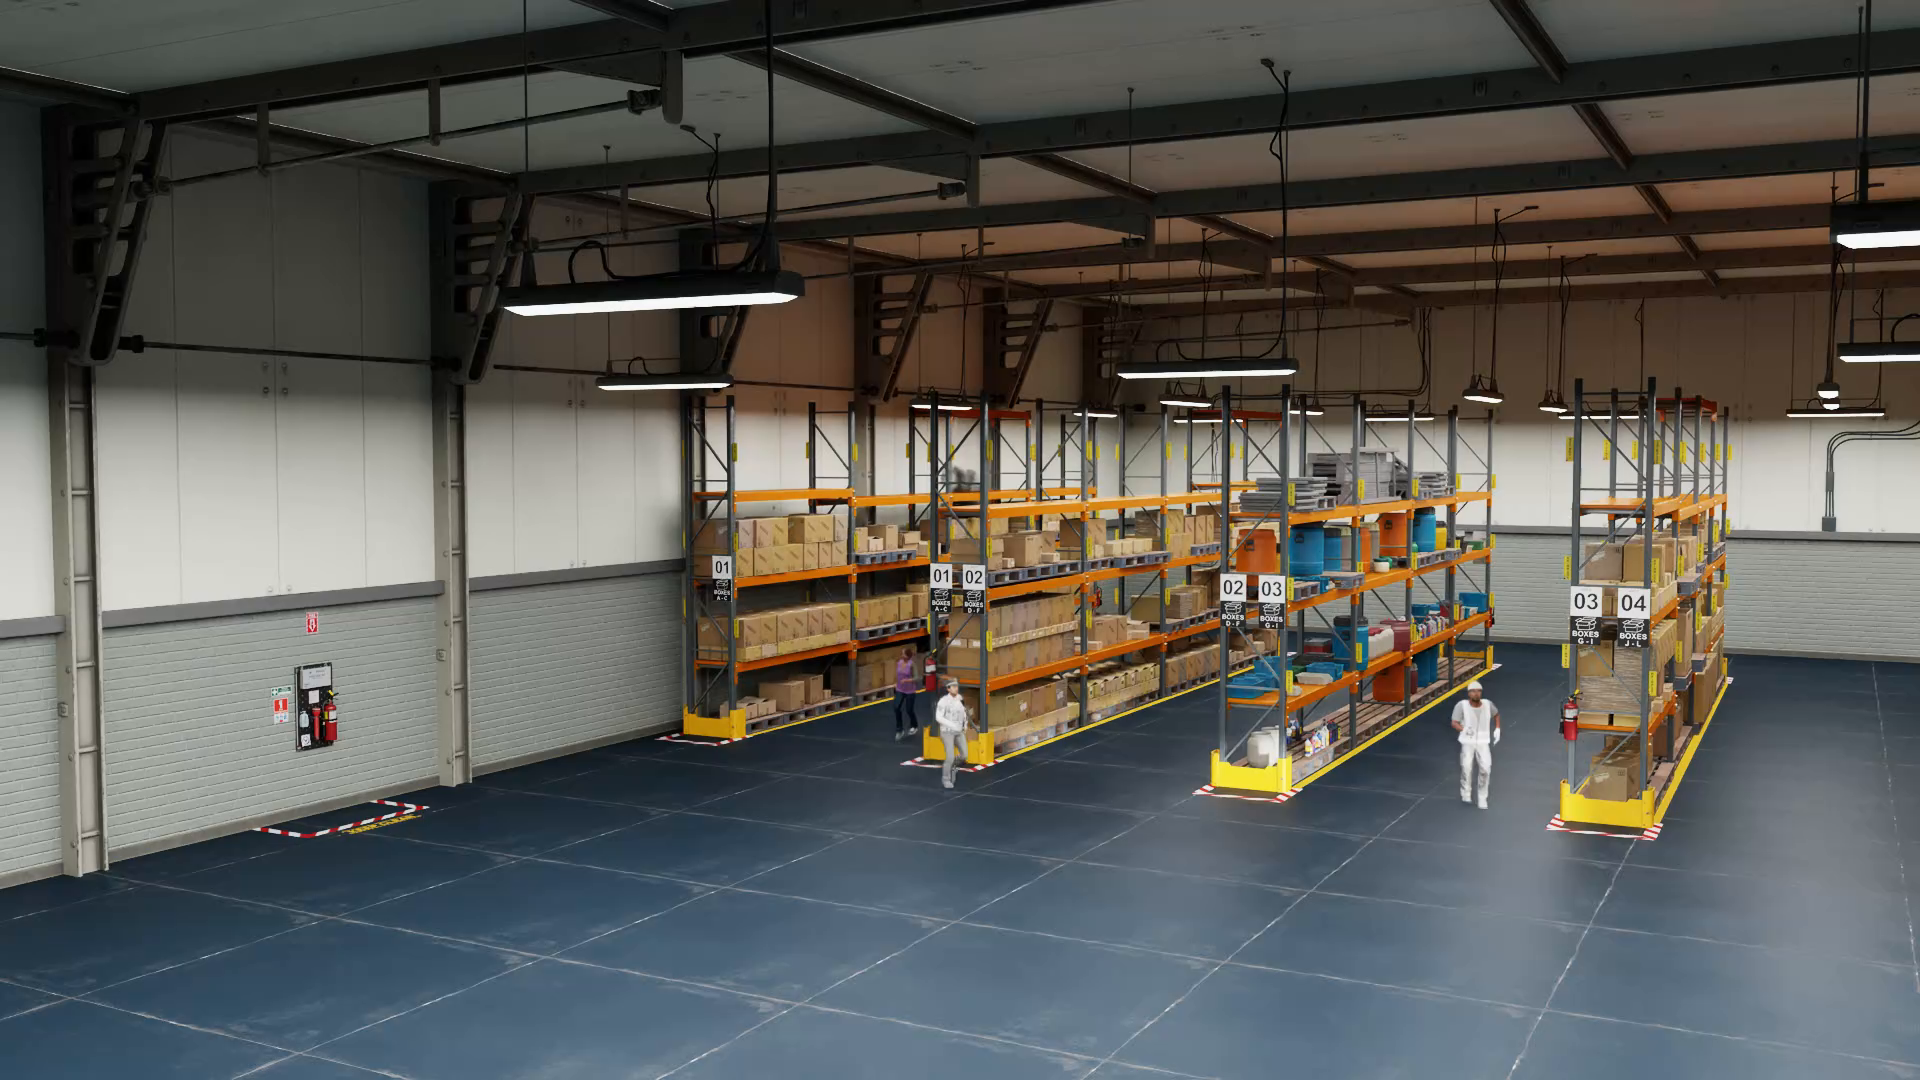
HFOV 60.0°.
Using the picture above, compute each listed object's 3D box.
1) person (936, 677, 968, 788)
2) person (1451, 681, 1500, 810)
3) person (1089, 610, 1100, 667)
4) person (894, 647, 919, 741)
[{"bbox_3d":[-0.067,2.867,24.818,0.651,1.662,0.554,-2,4,-36],"label":"person"},{"bbox_3d":[7.258,2.899,23.376,0.712,1.832,0.730,0,3,7],"label":"person"},{"bbox_3d":[2.922,2.316,35.995,0.539,1.591,0.831,1,3,21],"label":"person"},{"bbox_3d":[-0.936,2.687,29.026,0.516,1.649,0.716,1,3,23],"label":"person"}]
